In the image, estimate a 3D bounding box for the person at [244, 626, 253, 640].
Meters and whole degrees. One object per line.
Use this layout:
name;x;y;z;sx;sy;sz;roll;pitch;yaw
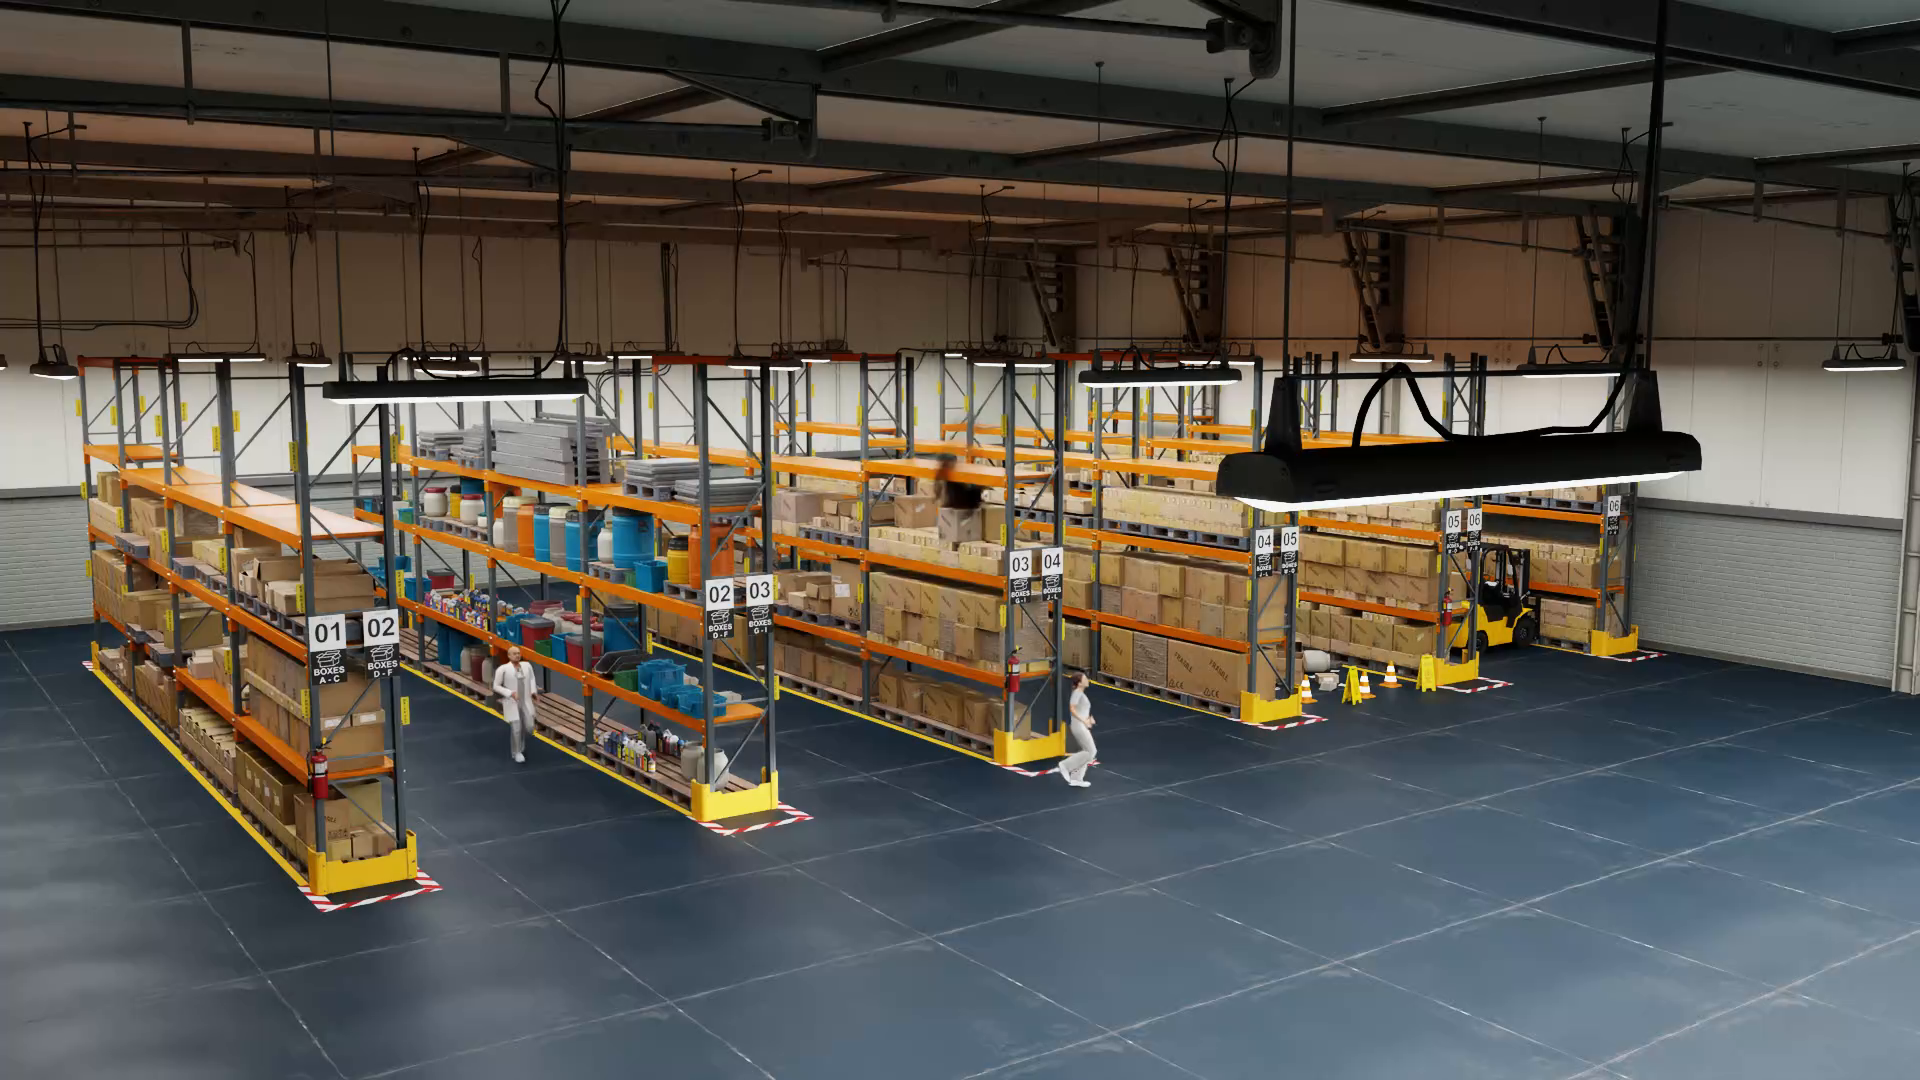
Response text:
person;-13.653;1.652;32.047;0.563;1.641;0.669;6;9;41

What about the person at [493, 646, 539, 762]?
person;-6.629;2.500;24.940;0.707;1.652;0.633;-5;9;-37

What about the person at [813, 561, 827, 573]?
person;-3.544;0.428;42.088;0.821;1.653;0.623;3;8;25

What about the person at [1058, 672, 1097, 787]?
person;1.670;2.675;23.609;0.539;1.624;0.594;0;7;4
